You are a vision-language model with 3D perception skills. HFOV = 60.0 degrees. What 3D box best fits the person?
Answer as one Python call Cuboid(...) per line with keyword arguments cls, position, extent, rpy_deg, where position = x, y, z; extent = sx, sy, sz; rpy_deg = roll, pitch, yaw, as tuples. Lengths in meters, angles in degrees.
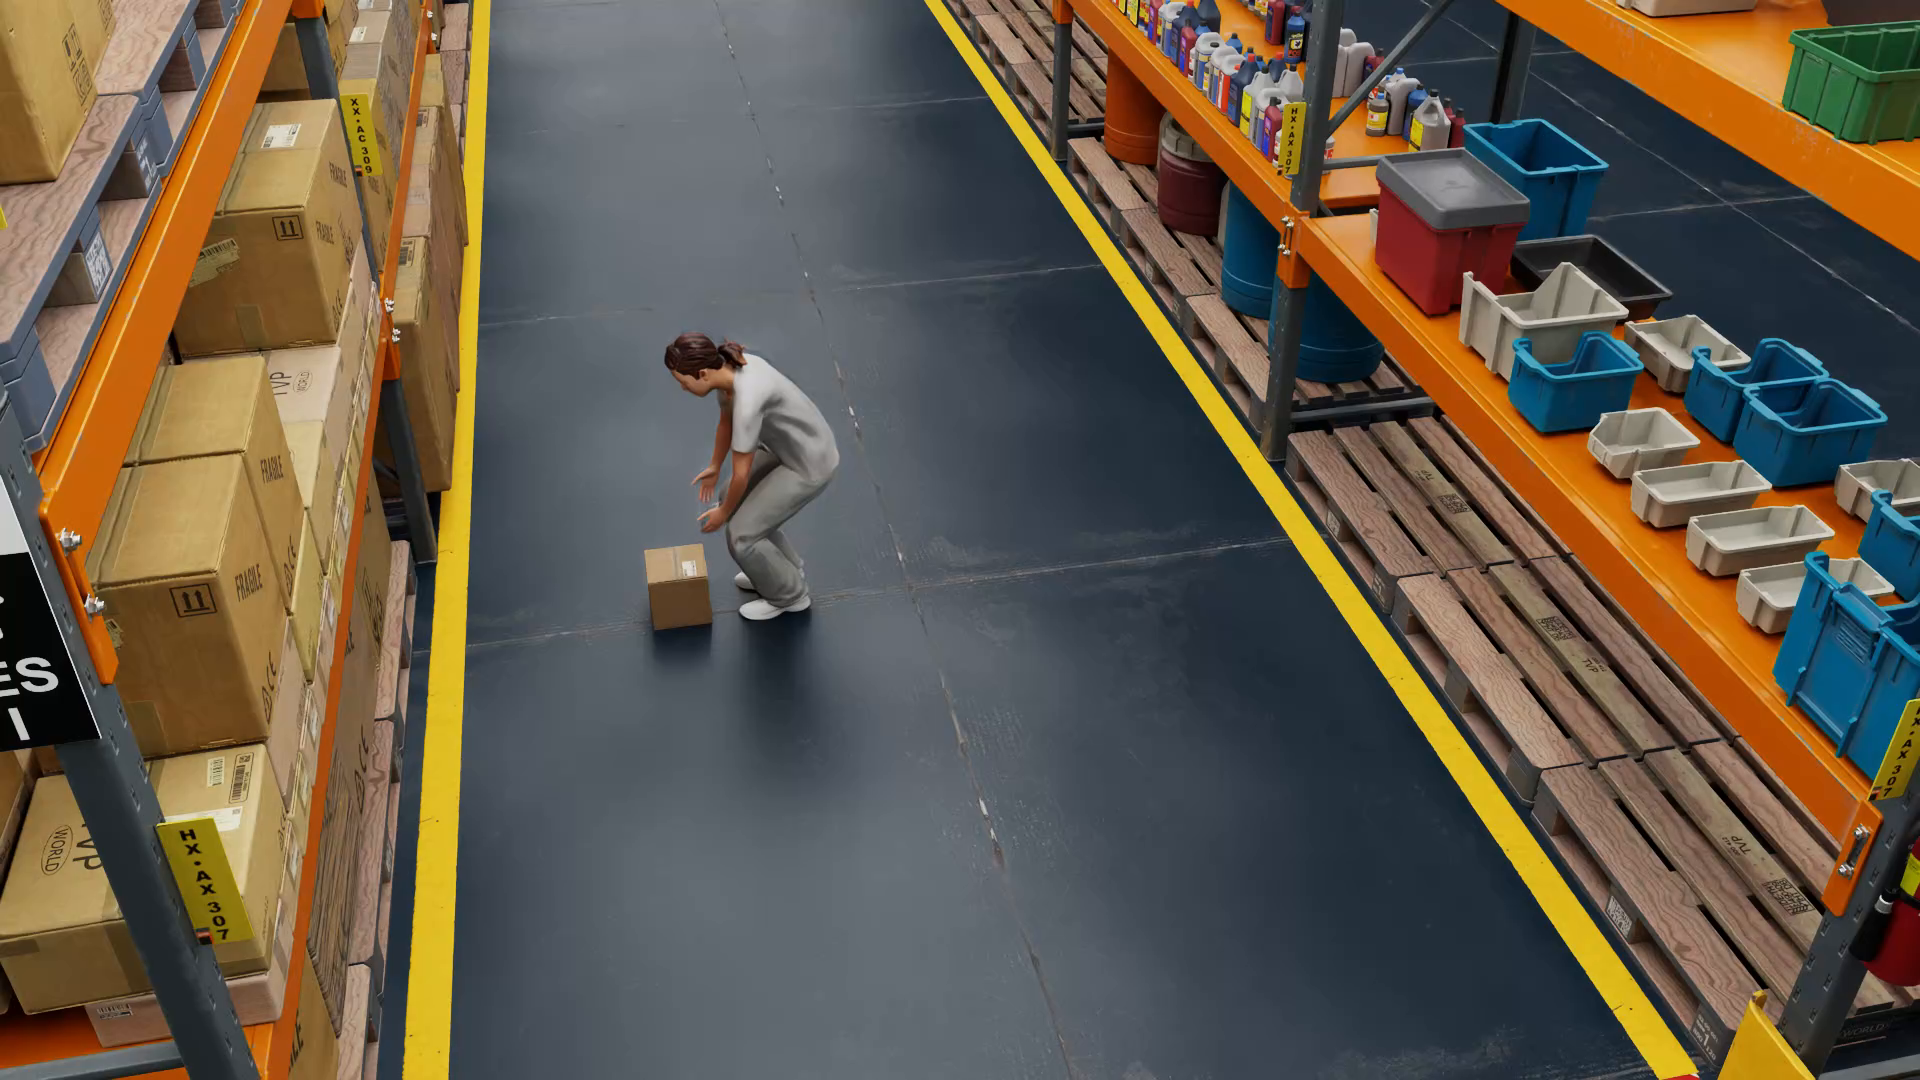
Cuboid(cls="person", position=(-0.827, -0.279, 6.858), extent=(0.667, 1.333, 0.491), rpy_deg=(-7, 35, -10))
